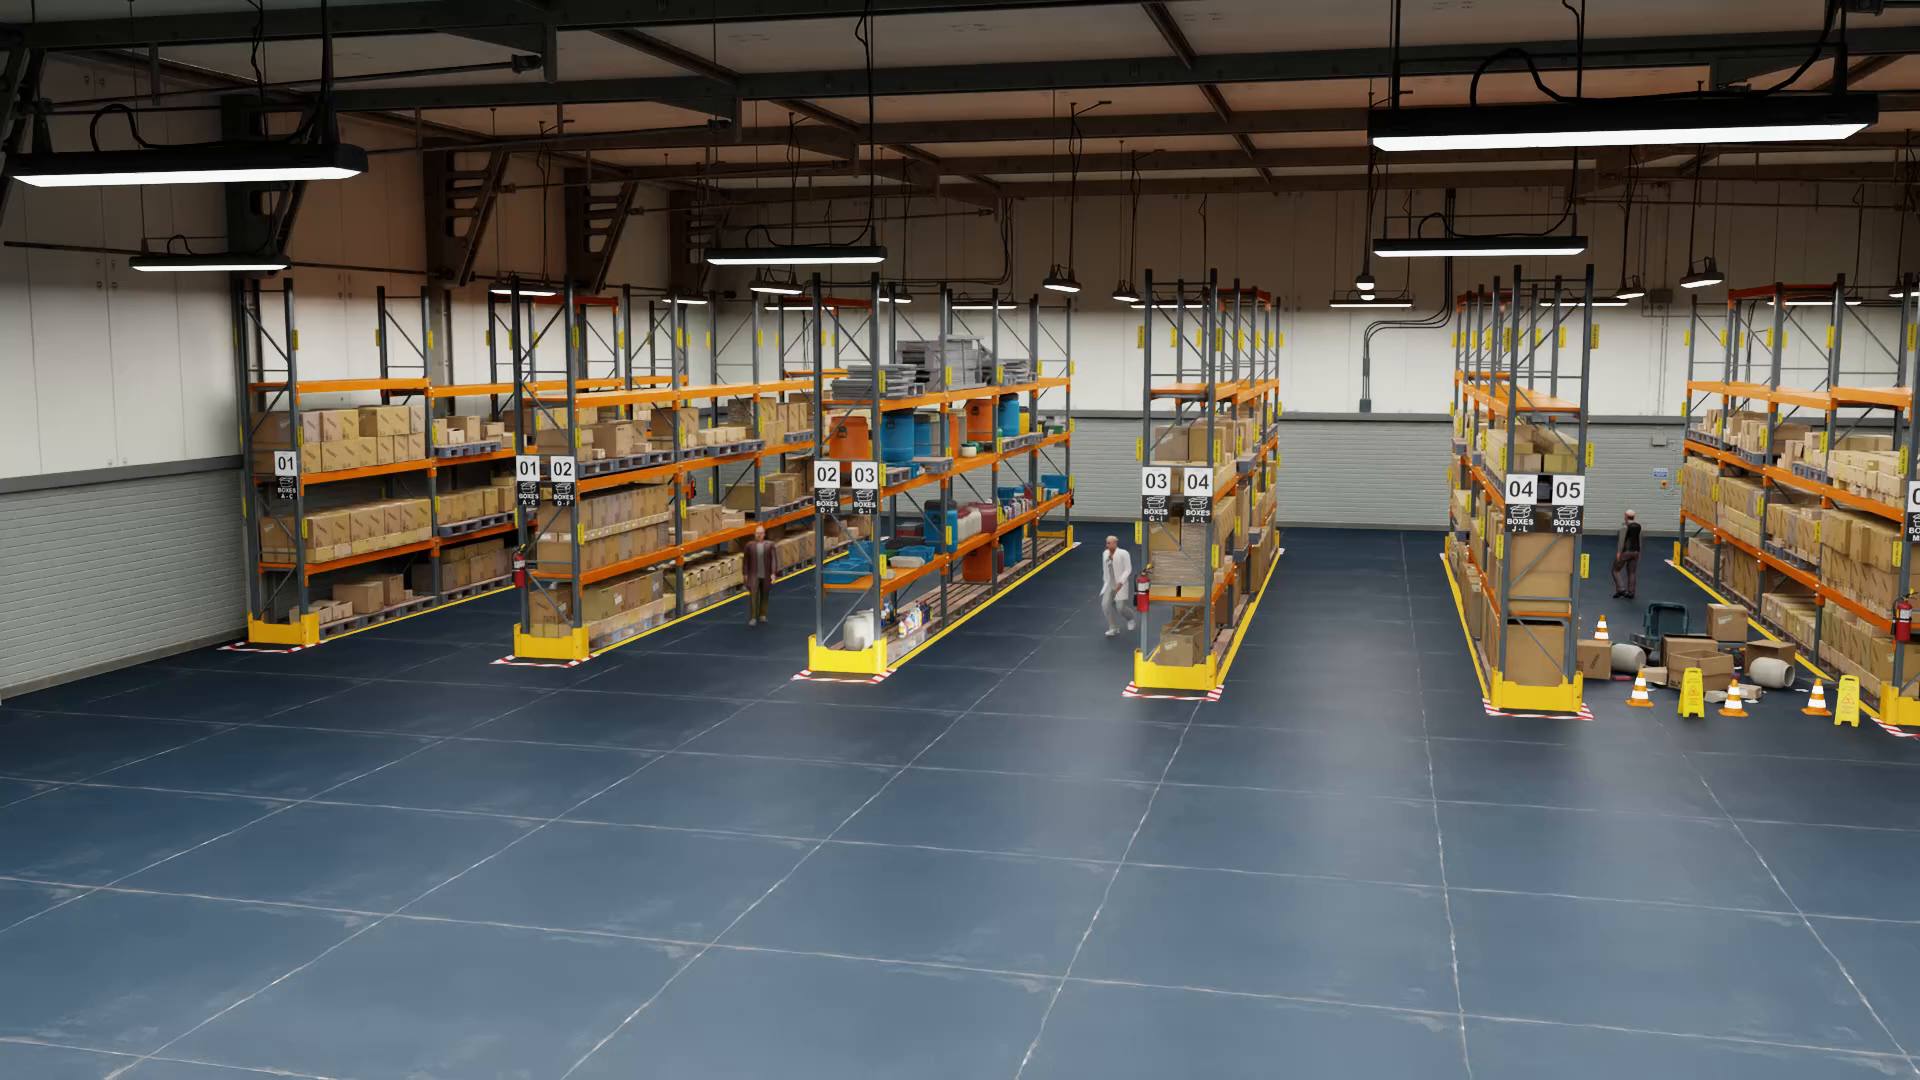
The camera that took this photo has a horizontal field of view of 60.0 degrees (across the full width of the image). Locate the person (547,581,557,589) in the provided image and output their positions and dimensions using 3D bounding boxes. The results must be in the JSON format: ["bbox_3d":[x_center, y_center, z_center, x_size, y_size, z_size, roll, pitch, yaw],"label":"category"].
[{"bbox_3d":[-7.989,0.156,33.532,0.499,1.625,0.941,0,7,3],"label":"person"}]

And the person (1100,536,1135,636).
[{"bbox_3d":[2.698,0.757,28.524,0.624,1.694,0.840,5,8,35],"label":"person"}]

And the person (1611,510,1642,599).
[{"bbox_3d":[13.000,0.284,32.366,0.567,1.748,0.416,-2,7,-18],"label":"person"}]

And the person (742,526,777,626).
[{"bbox_3d":[-3.492,0.629,29.138,0.600,1.729,1.090,-2,7,-15],"label":"person"}]
